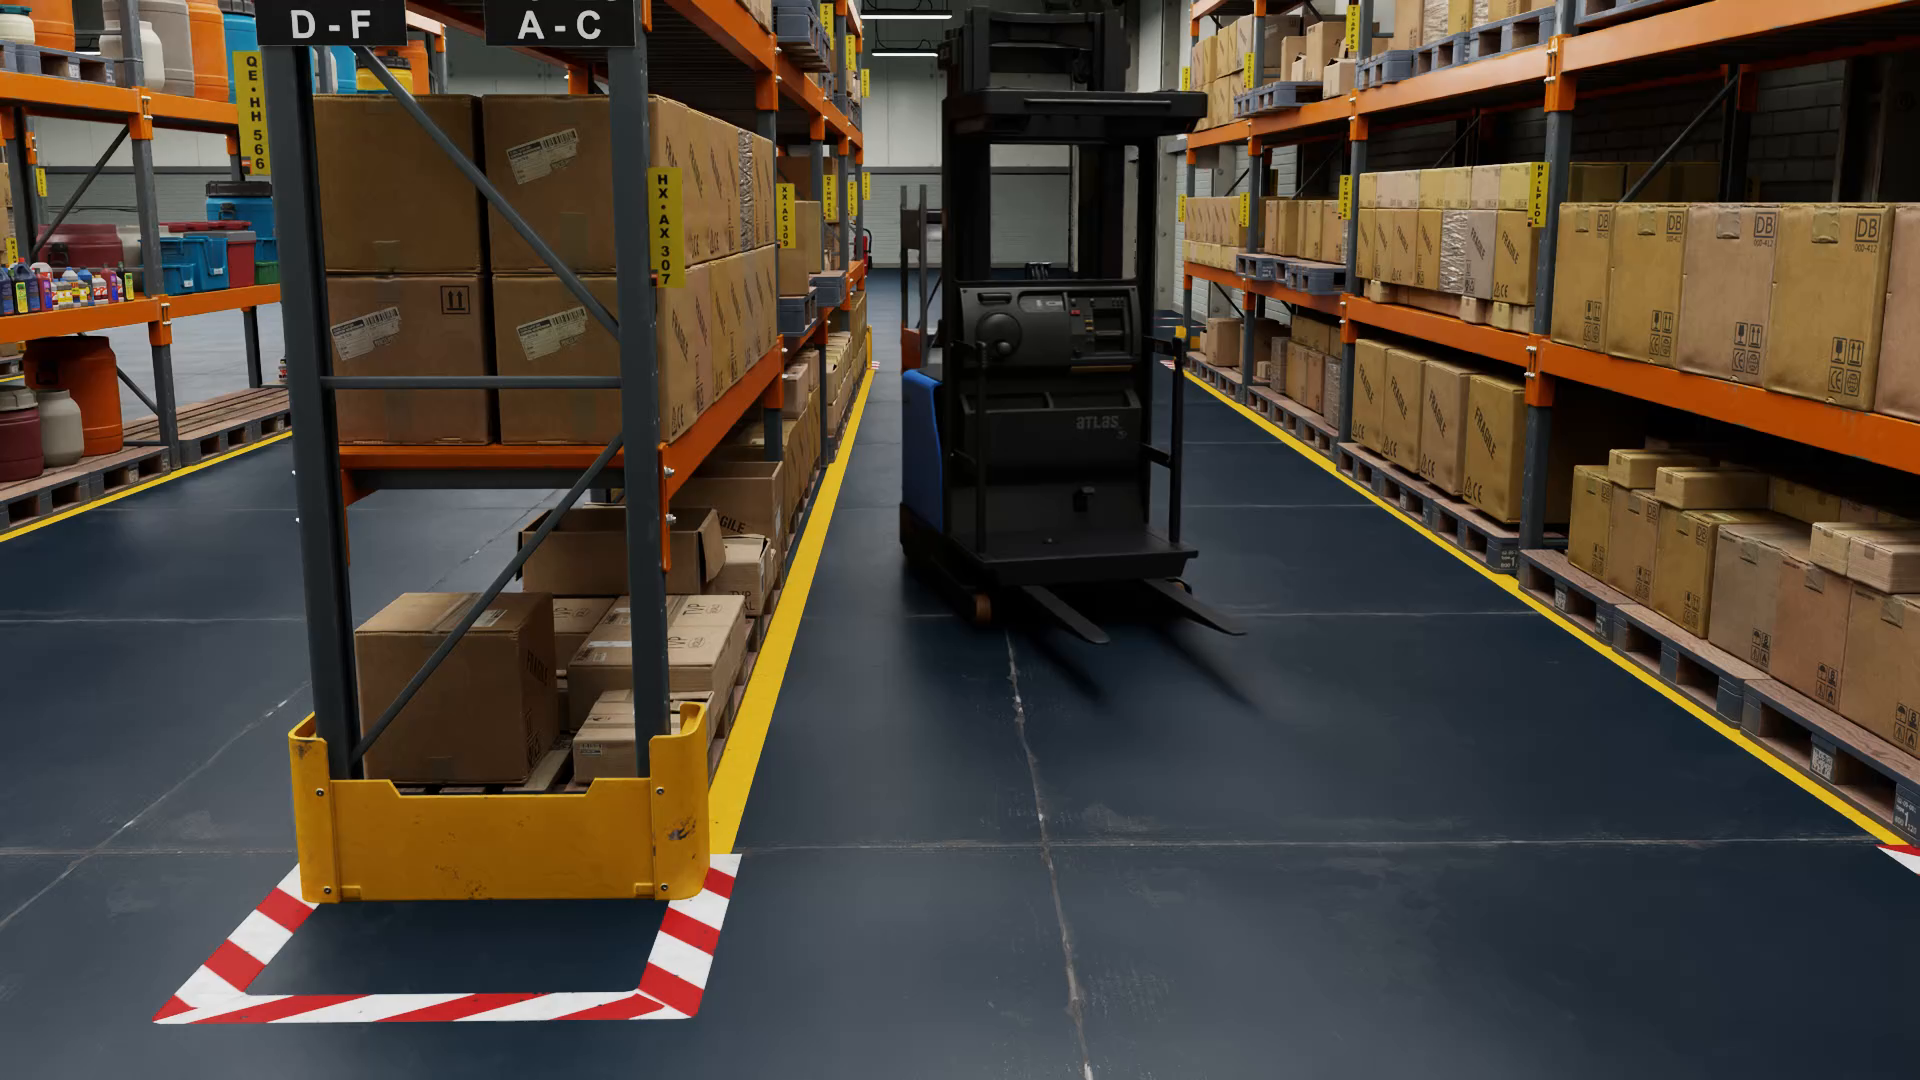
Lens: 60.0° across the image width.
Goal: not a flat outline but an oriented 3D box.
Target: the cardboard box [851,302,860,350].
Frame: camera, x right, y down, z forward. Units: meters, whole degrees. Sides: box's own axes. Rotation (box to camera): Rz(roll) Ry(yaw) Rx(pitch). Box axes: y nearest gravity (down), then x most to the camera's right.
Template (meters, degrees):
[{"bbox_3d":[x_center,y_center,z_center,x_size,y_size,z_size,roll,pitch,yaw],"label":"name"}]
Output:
[{"bbox_3d":[-1.316,-2.237,17.514,0.500,0.500,0.500,0,11,-1],"label":"cardboard box"}]

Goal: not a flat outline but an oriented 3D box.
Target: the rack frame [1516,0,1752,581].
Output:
[{"bbox_3d":[3.517,-1.249,8.672,1.000,3.000,0.127,0,11,-1],"label":"rack frame"}]

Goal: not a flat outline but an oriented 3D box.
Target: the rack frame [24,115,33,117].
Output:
[{"bbox_3d":[-11.588,-6.514,19.533,1.000,3.000,0.127,0,11,-1],"label":"rack frame"}]

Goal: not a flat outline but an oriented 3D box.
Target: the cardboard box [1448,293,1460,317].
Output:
[{"bbox_3d":[3.244,-1.455,10.266,0.380,0.149,0.250,-1,11,-3],"label":"cardboard box"}]

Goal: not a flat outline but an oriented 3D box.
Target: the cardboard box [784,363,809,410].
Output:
[{"bbox_3d":[-1.234,-0.982,10.649,0.500,0.250,0.500,0,11,-2],"label":"cardboard box"}]

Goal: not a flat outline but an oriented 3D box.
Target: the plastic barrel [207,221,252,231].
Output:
[{"bbox_3d":[-6.753,-2.674,15.355,0.433,0.535,0.433,0,11,0],"label":"plastic barrel"}]

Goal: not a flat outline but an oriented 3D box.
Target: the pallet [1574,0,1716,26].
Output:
[{"bbox_3d":[3.523,-2.513,7.581,1.003,0.211,1.213,0,11,-1],"label":"pallet"}]

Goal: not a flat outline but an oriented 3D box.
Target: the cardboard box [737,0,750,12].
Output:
[{"bbox_3d":[-1.141,-2.330,6.834,0.500,0.250,0.500,0,11,-1],"label":"cardboard box"}]

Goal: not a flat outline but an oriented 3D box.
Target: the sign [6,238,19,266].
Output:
[{"bbox_3d":[-7.021,-2.080,12.357,0.100,0.325,0.005,0,11,-1],"label":"sign"}]

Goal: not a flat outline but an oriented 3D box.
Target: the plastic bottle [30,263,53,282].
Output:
[{"bbox_3d":[-6.633,-1.856,11.976,0.152,0.276,0.135,0,11,-1],"label":"plastic bottle"}]

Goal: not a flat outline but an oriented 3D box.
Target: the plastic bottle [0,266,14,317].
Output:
[{"bbox_3d":[-6.044,-1.579,10.420,0.144,0.351,0.185,0,11,-1],"label":"plastic bottle"}]

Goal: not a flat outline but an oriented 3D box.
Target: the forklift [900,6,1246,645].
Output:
[{"bbox_3d":[0.511,-1.101,8.116,1.130,2.935,3.031,-3,12,-14],"label":"forklift"}]

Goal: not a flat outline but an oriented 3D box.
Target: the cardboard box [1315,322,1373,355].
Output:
[{"bbox_3d":[3.402,-1.761,14.490,0.500,0.250,0.500,0,11,-1],"label":"cardboard box"}]

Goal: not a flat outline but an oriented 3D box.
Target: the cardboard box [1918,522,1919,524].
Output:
[{"bbox_3d":[3.676,0.032,5.957,0.380,0.149,0.250,0,11,-1],"label":"cardboard box"}]

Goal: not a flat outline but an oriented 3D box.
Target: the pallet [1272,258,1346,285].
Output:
[{"bbox_3d":[3.352,-2.344,14.549,1.003,0.211,1.213,0,11,-1],"label":"pallet"}]

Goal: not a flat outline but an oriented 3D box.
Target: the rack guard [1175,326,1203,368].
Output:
[{"bbox_3d":[3.270,-2.394,20.604,1.175,0.500,0.348,0,11,-1],"label":"rack guard"}]

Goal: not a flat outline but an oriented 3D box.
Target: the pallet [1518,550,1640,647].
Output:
[{"bbox_3d":[3.454,0.269,8.203,1.003,0.211,1.213,0,11,-1],"label":"pallet"}]

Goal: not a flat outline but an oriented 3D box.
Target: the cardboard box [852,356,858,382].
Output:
[{"bbox_3d":[-1.308,-1.770,17.099,0.500,0.250,0.500,0,11,-1],"label":"cardboard box"}]

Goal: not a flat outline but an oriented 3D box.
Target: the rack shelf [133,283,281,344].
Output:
[{"bbox_3d":[-6.512,-2.049,14.422,1.077,0.370,4.000,0,11,-1],"label":"rack shelf"}]

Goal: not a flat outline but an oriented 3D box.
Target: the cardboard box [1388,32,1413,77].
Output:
[{"bbox_3d":[3.649,-3.717,12.992,0.500,0.500,0.500,0,11,-1],"label":"cardboard box"}]

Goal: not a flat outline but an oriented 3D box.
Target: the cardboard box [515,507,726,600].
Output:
[{"bbox_3d":[-1.392,0.153,6.932,0.797,0.503,0.637,0,11,-1],"label":"cardboard box"}]

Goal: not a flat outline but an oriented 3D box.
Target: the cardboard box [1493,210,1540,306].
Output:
[{"bbox_3d":[3.255,-1.545,9.078,0.500,0.500,0.500,0,11,-2],"label":"cardboard box"}]

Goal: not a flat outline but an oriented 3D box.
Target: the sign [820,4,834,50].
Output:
[{"bbox_3d":[-0.976,-3.748,12.147,0.100,0.325,0.005,0,11,-1],"label":"sign"}]

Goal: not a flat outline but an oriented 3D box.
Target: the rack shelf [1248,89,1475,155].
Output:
[{"bbox_3d":[3.393,-3.559,14.324,1.077,0.370,4.000,0,11,-1],"label":"rack shelf"}]

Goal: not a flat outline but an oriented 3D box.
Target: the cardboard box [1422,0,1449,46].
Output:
[{"bbox_3d":[3.565,-3.578,11.248,0.700,0.500,0.500,-1,12,-4],"label":"cardboard box"}]

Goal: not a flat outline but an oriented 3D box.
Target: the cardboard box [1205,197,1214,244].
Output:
[{"bbox_3d":[3.005,-3.539,18.398,0.500,0.500,0.500,0,11,1],"label":"cardboard box"}]

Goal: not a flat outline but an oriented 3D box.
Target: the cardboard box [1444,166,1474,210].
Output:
[{"bbox_3d":[3.240,-2.116,10.010,0.500,0.250,0.500,0,11,0],"label":"cardboard box"}]

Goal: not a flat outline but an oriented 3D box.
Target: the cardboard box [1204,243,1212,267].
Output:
[{"bbox_3d":[2.999,-3.168,18.455,0.500,0.250,0.500,0,11,-1],"label":"cardboard box"}]

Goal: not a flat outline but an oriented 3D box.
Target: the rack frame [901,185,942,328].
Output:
[{"bbox_3d":[-0.154,-1.076,10.081,0.400,2.100,0.015,-3,12,-14],"label":"rack frame"}]

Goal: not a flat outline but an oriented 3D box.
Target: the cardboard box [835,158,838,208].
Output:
[{"bbox_3d":[-1.628,-3.692,17.198,0.700,0.500,0.500,0,11,-1],"label":"cardboard box"}]

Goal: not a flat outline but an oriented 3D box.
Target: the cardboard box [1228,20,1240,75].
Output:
[{"bbox_3d":[3.048,-5.066,17.126,0.500,0.500,0.500,0,11,2],"label":"cardboard box"}]

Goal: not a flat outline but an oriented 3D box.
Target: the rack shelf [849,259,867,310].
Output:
[{"bbox_3d":[-1.643,-2.863,18.438,1.077,0.370,4.000,0,11,-1],"label":"rack shelf"}]

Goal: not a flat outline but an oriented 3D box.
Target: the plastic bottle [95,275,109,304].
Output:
[{"bbox_3d":[-6.047,-1.759,11.683,0.097,0.201,0.097,0,11,0],"label":"plastic bottle"}]

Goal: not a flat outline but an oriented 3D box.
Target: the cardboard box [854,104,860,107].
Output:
[{"bbox_3d":[-1.396,-5.057,18.864,0.500,0.250,0.500,0,11,-1],"label":"cardboard box"}]

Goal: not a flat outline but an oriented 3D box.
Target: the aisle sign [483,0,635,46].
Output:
[{"bbox_3d":[-1.058,-1.695,4.330,0.394,0.787,0.004,0,11,-1],"label":"aisle sign"}]

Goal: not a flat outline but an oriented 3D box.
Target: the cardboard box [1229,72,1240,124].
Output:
[{"bbox_3d":[3.096,-4.568,17.186,0.500,0.500,0.500,-1,12,-6],"label":"cardboard box"}]

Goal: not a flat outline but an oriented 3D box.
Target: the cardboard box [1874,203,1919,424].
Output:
[{"bbox_3d":[3.579,-0.702,5.223,0.980,0.700,0.700,0,11,1],"label":"cardboard box"}]

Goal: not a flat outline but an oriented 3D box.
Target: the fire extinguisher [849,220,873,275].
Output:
[{"bbox_3d":[-1.222,-3.601,20.459,0.296,0.674,0.183,0,11,-1],"label":"fire extinguisher"}]

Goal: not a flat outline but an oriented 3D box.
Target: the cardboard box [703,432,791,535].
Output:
[{"bbox_3d":[-1.202,-0.316,9.252,0.500,0.500,0.500,-1,11,-4],"label":"cardboard box"}]

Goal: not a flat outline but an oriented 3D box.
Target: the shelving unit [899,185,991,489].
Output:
[{"bbox_3d":[-0.093,-1.029,9.849,0.431,2.100,0.503,-3,12,-14],"label":"shelving unit"}]

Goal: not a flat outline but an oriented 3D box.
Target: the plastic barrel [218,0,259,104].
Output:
[{"bbox_3d":[-6.299,-4.154,14.187,0.600,0.901,0.708,0,11,-1],"label":"plastic barrel"}]

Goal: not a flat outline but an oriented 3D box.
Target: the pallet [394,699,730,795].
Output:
[{"bbox_3d":[-1.372,0.760,5.782,1.003,0.211,1.213,0,11,-1],"label":"pallet"}]

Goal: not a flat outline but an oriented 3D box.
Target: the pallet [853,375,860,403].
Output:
[{"bbox_3d":[-1.576,-1.610,17.464,1.003,0.211,1.213,0,11,-1],"label":"pallet"}]

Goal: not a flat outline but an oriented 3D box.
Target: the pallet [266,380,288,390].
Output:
[{"bbox_3d":[-6.526,-1.566,17.246,1.003,0.211,1.213,0,11,-1],"label":"pallet"}]

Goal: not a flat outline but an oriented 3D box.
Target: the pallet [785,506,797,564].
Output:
[{"bbox_3d":[-1.491,-0.023,9.642,1.003,0.211,1.213,0,11,-1],"label":"pallet"}]

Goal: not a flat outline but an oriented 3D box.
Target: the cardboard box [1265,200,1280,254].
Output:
[{"bbox_3d":[3.328,-3.003,15.958,0.700,0.500,0.500,0,11,-1],"label":"cardboard box"}]

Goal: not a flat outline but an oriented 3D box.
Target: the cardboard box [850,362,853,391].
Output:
[{"bbox_3d":[-1.303,-1.595,16.238,0.500,0.250,0.500,0,11,-2],"label":"cardboard box"}]

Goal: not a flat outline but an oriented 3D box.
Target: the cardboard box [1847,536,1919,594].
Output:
[{"bbox_3d":[3.300,0.084,5.701,0.380,0.149,0.250,0,11,-2],"label":"cardboard box"}]

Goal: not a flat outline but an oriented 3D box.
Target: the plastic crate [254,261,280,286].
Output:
[{"bbox_3d":[-6.235,-2.350,14.631,0.450,0.188,0.662,0,11,-1],"label":"plastic crate"}]

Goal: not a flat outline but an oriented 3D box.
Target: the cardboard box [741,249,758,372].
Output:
[{"bbox_3d":[-1.144,-0.974,7.065,0.500,0.500,0.500,0,11,0],"label":"cardboard box"}]

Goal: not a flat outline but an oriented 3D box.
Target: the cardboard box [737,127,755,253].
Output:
[{"bbox_3d":[-1.143,-1.466,6.973,0.500,0.500,0.500,0,11,-1],"label":"cardboard box"}]

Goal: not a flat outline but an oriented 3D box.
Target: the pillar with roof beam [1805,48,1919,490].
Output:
[{"bbox_3d":[0.092,-4.036,7.320,9.100,9.000,0.400,0,11,-1],"label":"pillar with roof beam"}]

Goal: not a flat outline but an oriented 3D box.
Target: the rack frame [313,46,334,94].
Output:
[{"bbox_3d":[-6.554,-5.739,15.714,1.000,3.000,0.127,0,11,-1],"label":"rack frame"}]
